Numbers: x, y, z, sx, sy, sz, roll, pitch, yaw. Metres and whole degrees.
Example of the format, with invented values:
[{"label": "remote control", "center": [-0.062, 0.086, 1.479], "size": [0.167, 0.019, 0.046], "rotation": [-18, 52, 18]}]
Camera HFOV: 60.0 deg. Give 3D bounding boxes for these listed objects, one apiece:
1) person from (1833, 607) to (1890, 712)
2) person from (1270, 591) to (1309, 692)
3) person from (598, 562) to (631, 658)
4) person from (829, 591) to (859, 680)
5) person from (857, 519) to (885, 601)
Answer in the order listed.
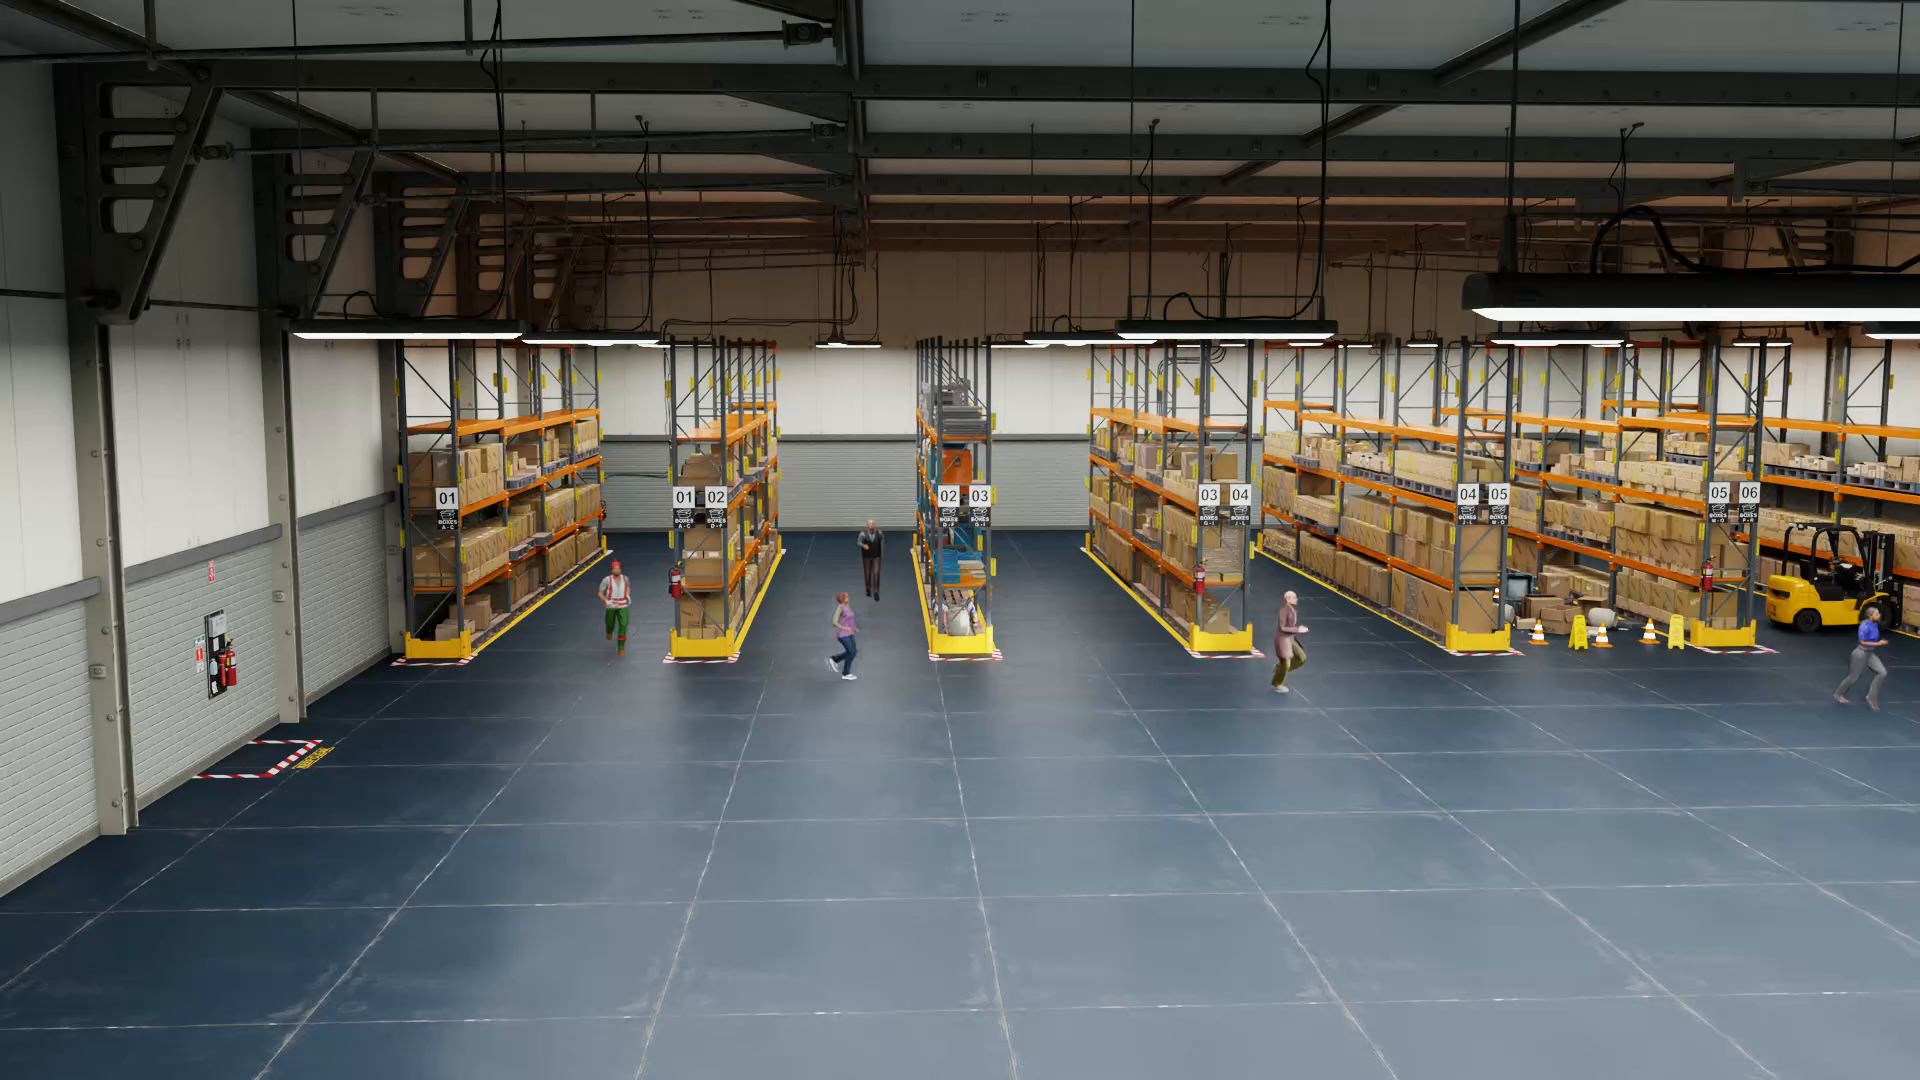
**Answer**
[{"label": "person", "center": [14.467, 1.892, 26.651], "size": [0.599, 1.682, 0.830], "rotation": [-5, 8, -37]}, {"label": "person", "center": [5.520, 1.741, 27.834], "size": [0.723, 1.655, 0.761], "rotation": [5, 8, 35]}, {"label": "person", "center": [-6.536, 1.288, 31.554], "size": [0.631, 1.772, 1.089], "rotation": [-2, 7, -20]}, {"label": "person", "center": [-2.053, 1.664, 29.027], "size": [0.567, 1.542, 0.535], "rotation": [2, 7, 20]}, {"label": "person", "center": [-1.958, 0.416, 36.569], "size": [0.610, 1.769, 0.843], "rotation": [0, 7, -3]}]
